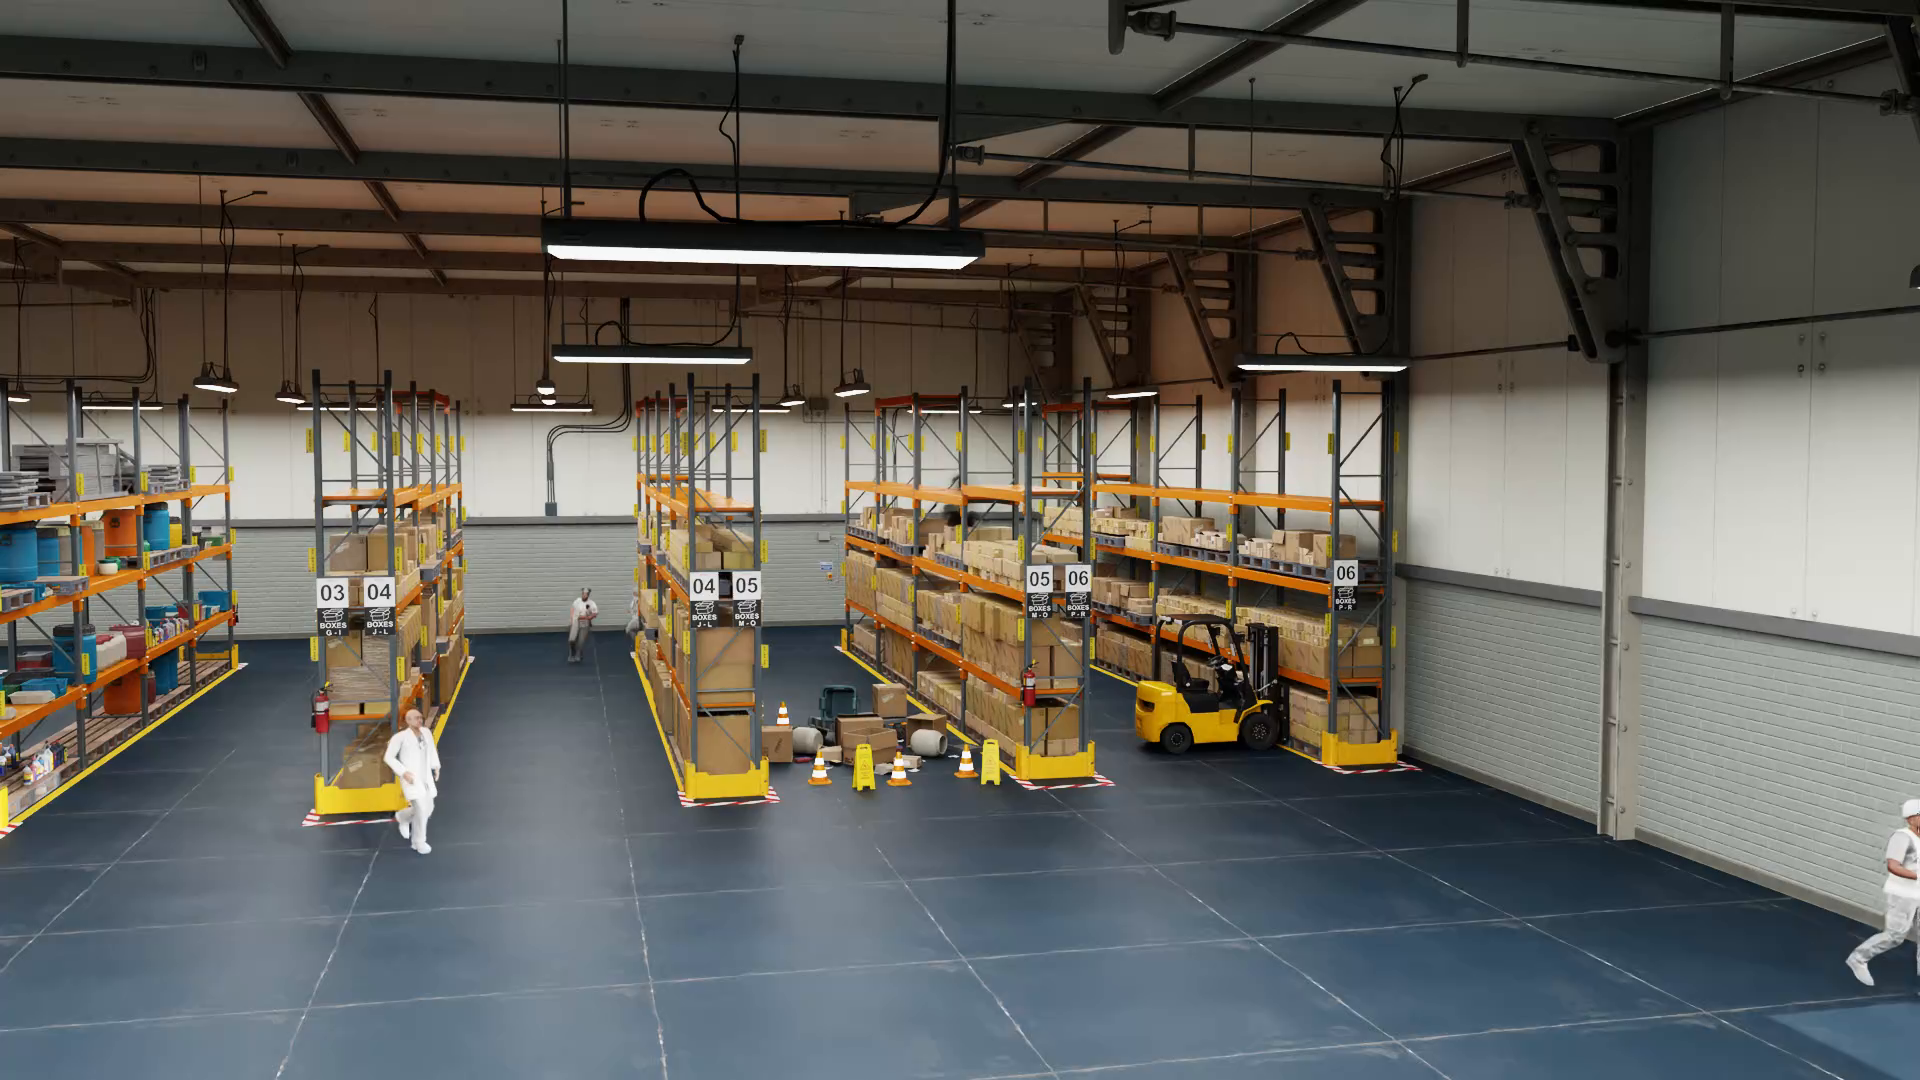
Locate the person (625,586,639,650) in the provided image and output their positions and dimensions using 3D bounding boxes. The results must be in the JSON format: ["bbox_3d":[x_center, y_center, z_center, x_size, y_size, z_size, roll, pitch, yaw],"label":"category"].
[{"bbox_3d":[-7.800,1.897,40.349,0.656,1.596,0.765,-1,3,-17],"label":"person"}]

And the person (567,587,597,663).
[{"bbox_3d":[-8.628,1.950,37.993,0.707,1.767,0.652,0,3,0],"label":"person"}]

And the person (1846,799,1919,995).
[{"bbox_3d":[8.572,3.233,15.063,0.698,1.800,0.902,-2,4,-34],"label":"person"}]

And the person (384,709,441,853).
[{"bbox_3d":[-6.778,2.952,20.554,0.741,1.743,0.737,2,4,31],"label":"person"}]
